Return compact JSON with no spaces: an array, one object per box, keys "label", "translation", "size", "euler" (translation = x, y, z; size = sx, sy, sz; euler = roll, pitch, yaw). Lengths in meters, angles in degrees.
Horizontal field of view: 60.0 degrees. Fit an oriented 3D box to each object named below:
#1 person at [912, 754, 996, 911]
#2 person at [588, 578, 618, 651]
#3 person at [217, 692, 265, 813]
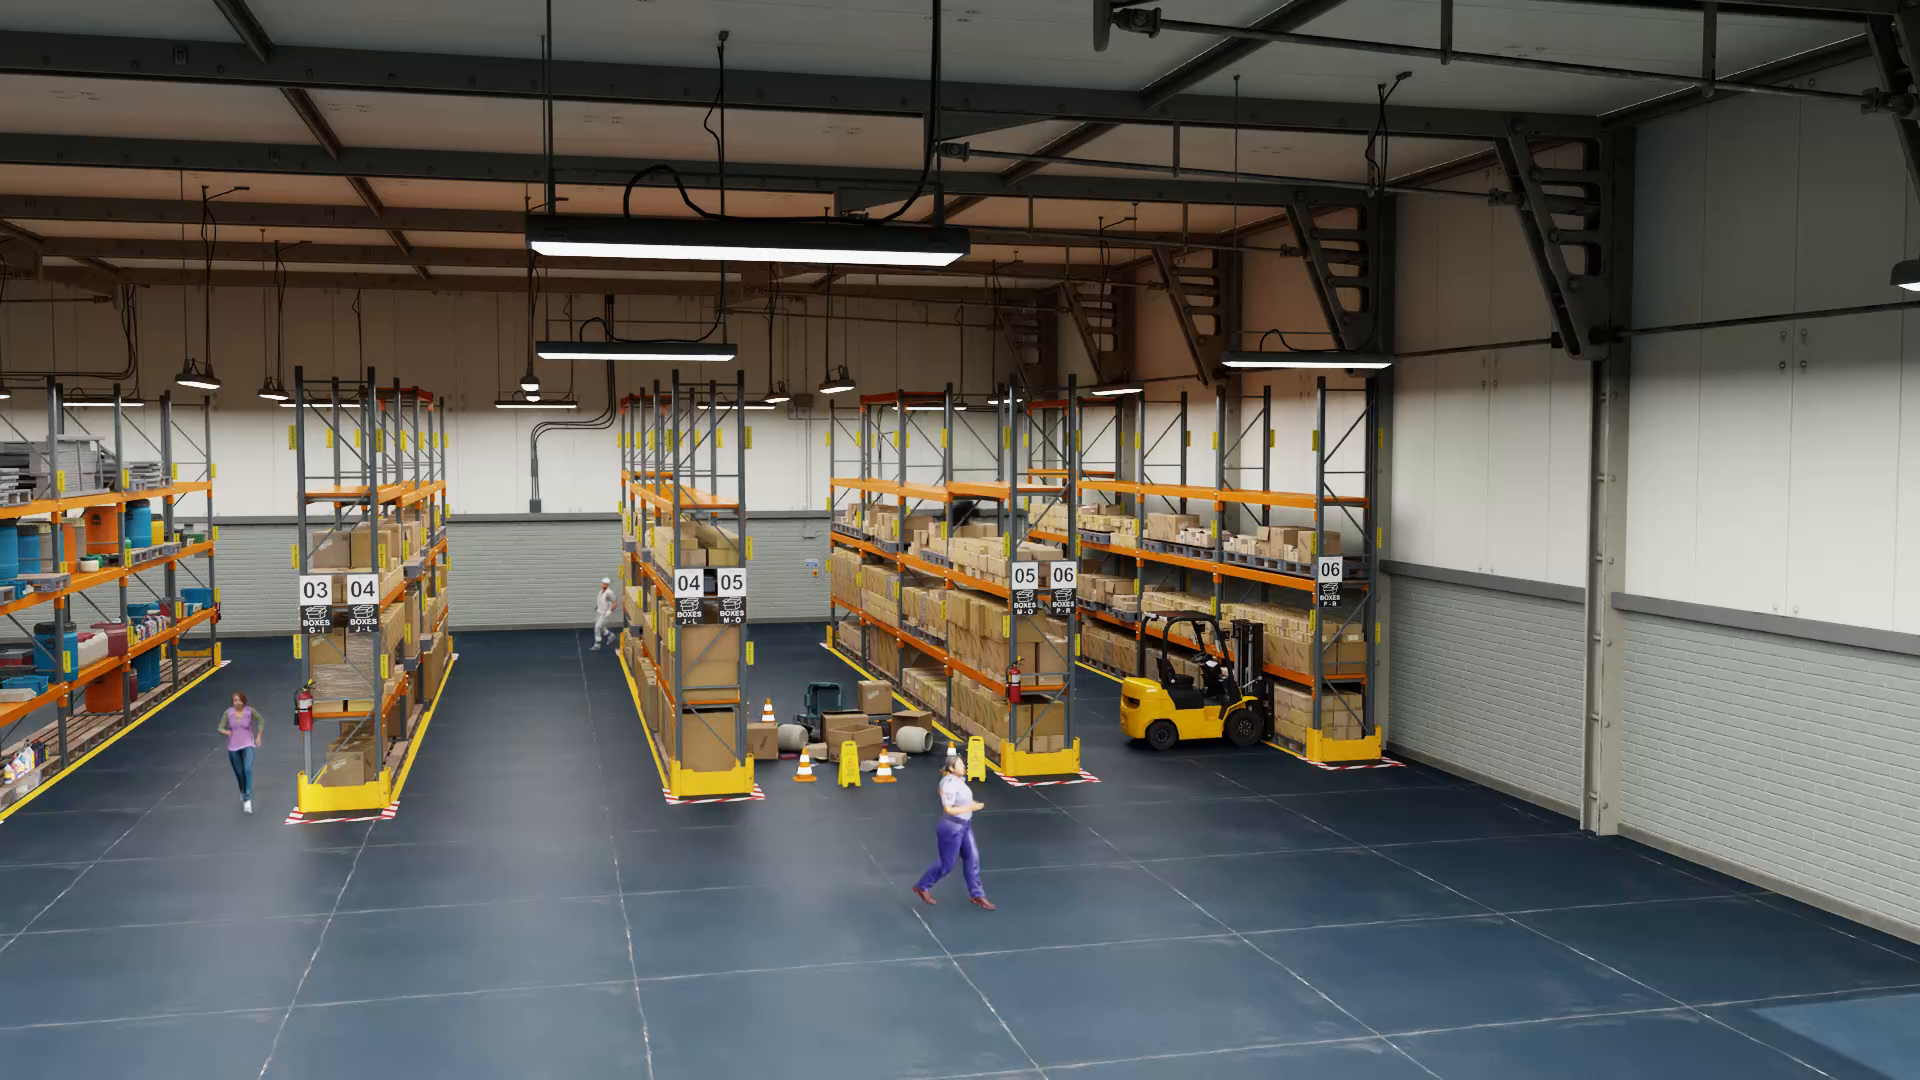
[{"label":"person","translation":[-0.068,3.108,17.698],"size":[0.886,1.670,0.602],"euler":[1,4,17]},{"label":"person","translation":[-8.427,1.763,39.648],"size":[0.777,1.746,0.725],"euler":[-3,5,-43]},{"label":"person","translation":[-9.793,2.864,22.661],"size":[0.567,1.608,0.788],"euler":[-1,4,-13]}]
